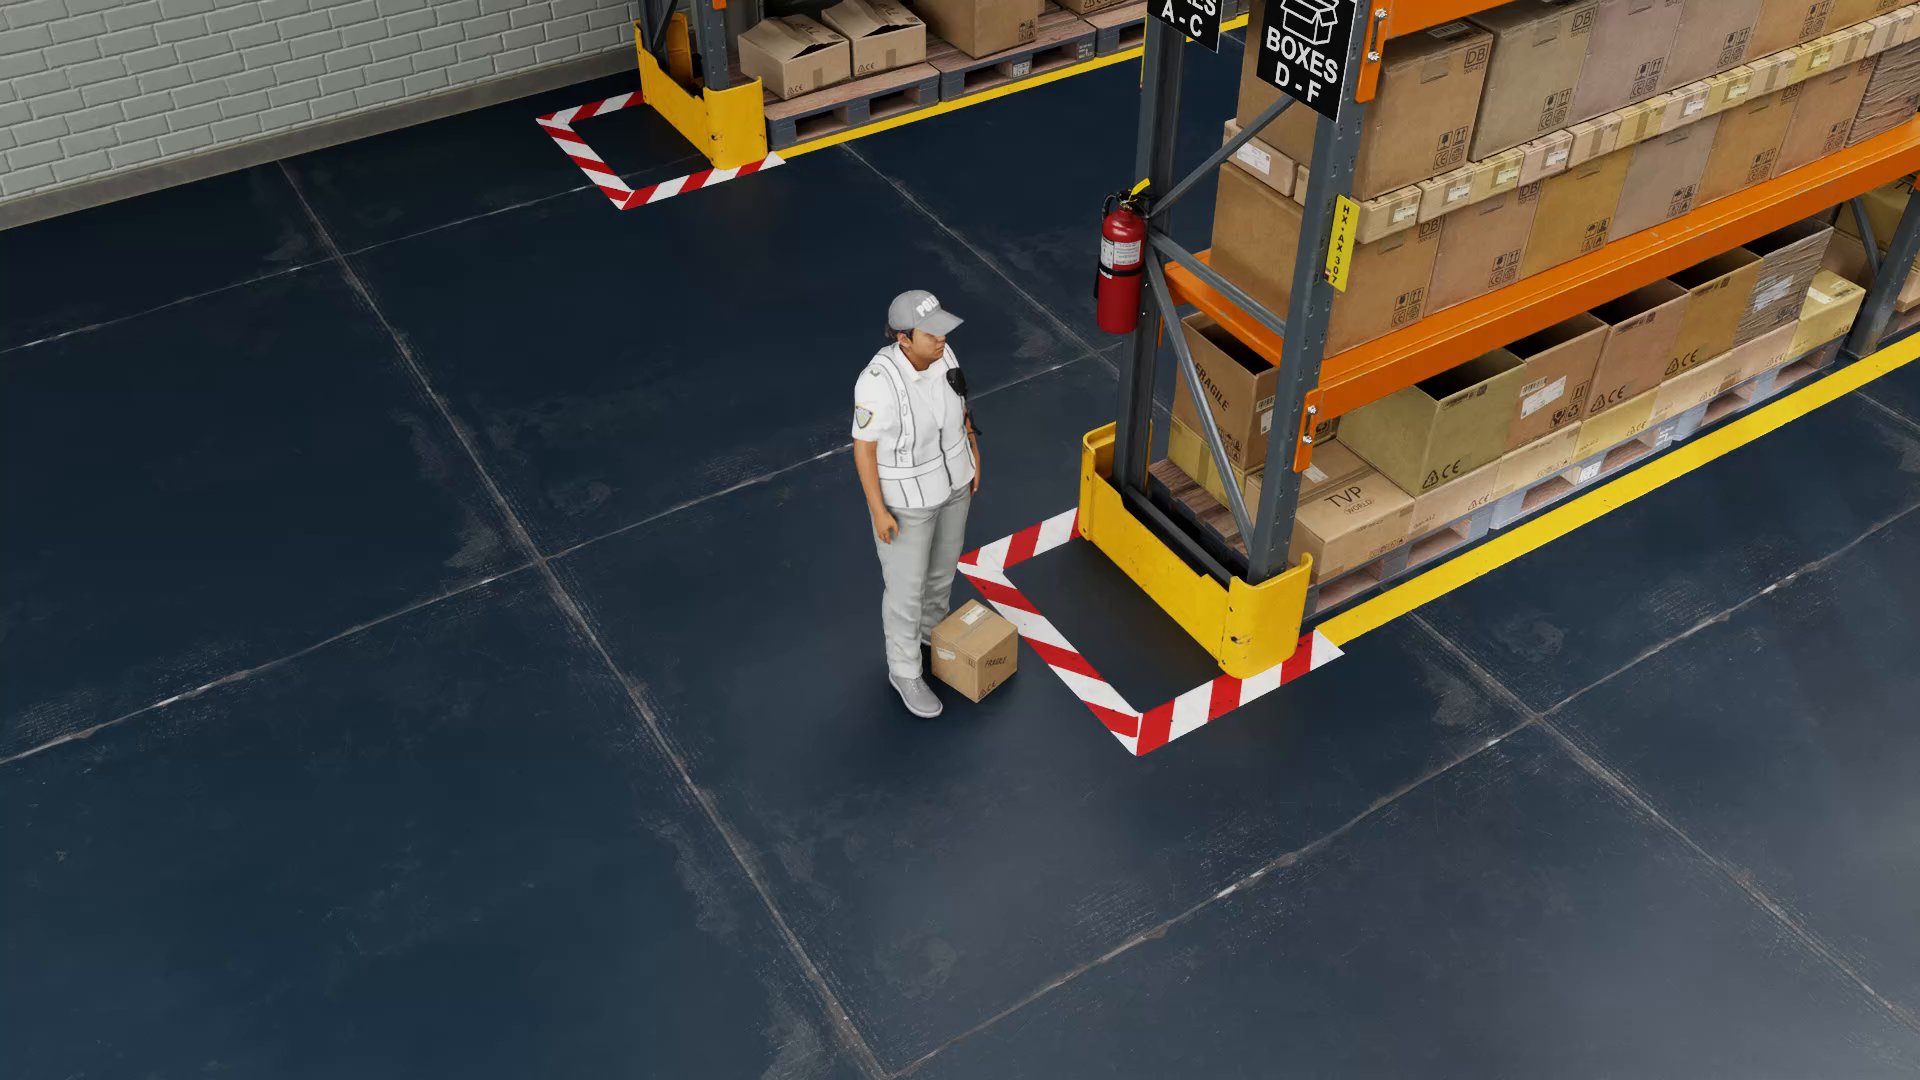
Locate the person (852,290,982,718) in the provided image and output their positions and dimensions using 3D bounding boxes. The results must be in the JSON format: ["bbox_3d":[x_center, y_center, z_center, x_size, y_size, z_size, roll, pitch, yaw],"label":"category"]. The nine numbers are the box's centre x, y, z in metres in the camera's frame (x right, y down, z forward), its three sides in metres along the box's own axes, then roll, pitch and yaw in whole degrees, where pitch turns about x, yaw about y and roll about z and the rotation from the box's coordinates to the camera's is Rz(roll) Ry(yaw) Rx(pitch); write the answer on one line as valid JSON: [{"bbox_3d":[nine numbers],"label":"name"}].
[{"bbox_3d":[-0.108,-0.159,6.322,0.529,1.670,0.599,32,50,32],"label":"person"}]
